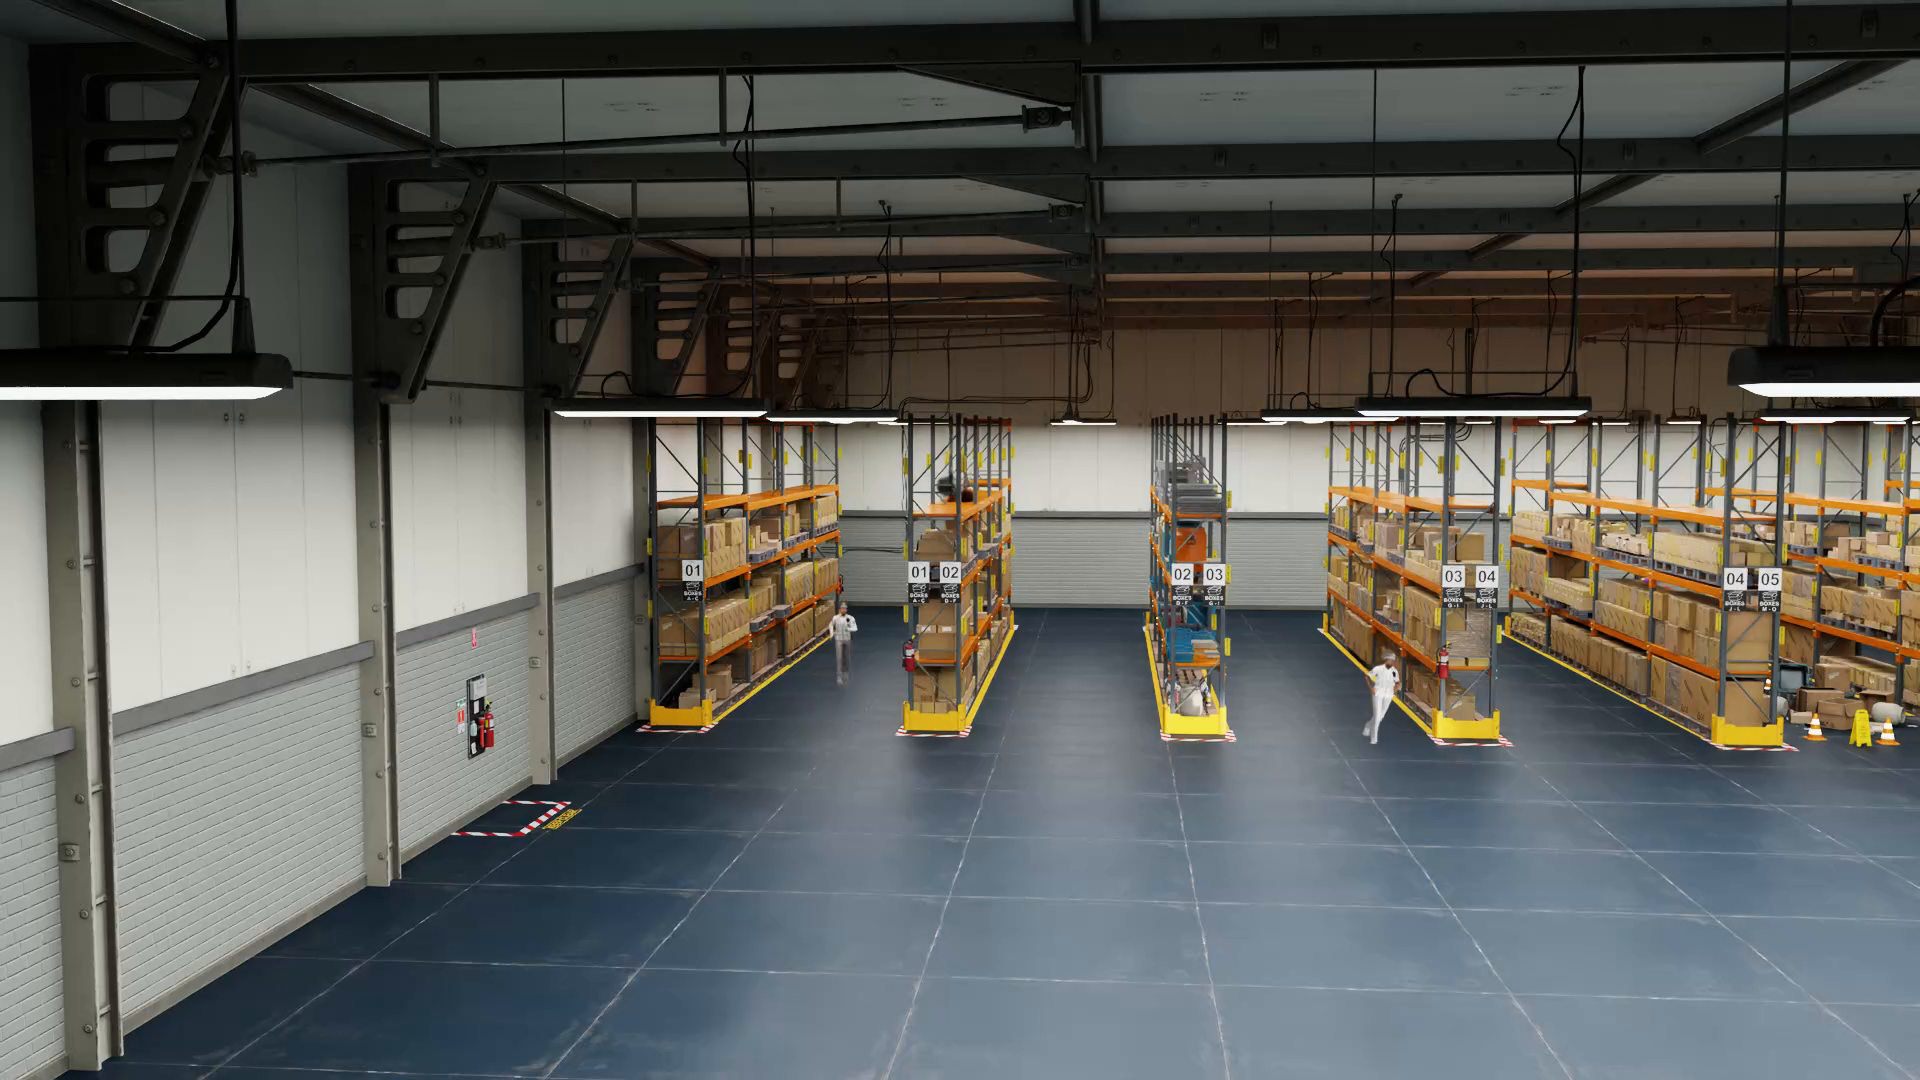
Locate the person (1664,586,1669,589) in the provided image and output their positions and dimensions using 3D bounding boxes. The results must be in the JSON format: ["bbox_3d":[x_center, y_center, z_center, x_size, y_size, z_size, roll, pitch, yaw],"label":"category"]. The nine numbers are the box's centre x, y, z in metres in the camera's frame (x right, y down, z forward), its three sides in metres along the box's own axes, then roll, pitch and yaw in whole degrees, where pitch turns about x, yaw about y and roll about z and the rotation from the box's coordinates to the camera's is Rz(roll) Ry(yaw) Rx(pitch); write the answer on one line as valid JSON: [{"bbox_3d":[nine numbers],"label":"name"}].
[{"bbox_3d":[17.534,2.044,41.371,0.648,1.792,0.981,0,4,-4],"label":"person"}]

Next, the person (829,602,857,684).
[{"bbox_3d":[-2.498,2.179,35.624,0.599,1.718,0.826,0,4,-4],"label":"person"}]

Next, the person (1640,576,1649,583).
[{"bbox_3d":[19.130,1.664,46.827,0.940,1.770,0.698,0,4,-1],"label":"person"}]

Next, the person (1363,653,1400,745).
[{"bbox_3d":[7.745,2.885,30.494,0.642,1.672,0.782,-1,4,-9],"label":"person"}]
